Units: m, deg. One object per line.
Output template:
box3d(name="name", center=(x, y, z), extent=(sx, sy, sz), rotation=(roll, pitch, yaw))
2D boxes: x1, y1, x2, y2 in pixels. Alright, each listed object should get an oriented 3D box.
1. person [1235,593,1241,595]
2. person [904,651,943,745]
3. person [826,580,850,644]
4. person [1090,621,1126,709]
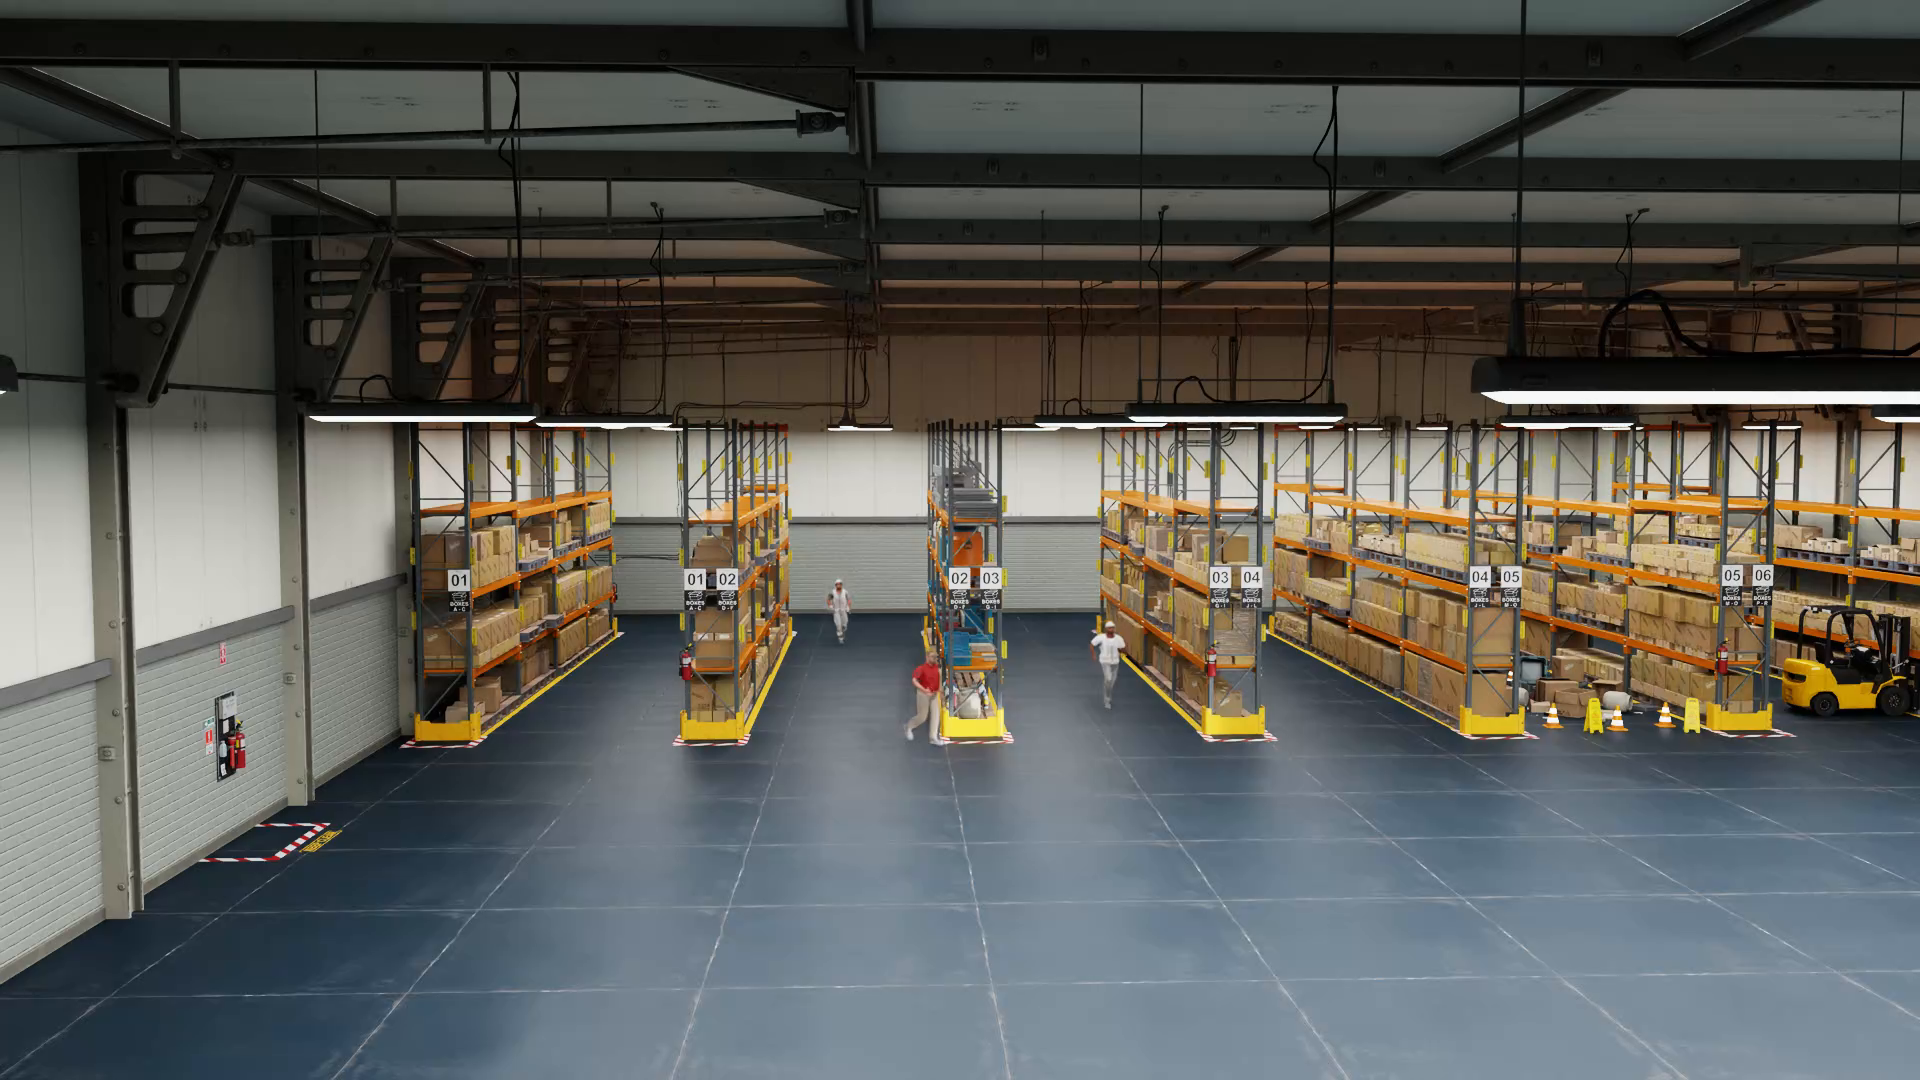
box3d(name="person", center=(7.705, 1.835, 46.904), extent=(0.685, 1.757, 0.905), rotation=(1, 4, 12))
box3d(name="person", center=(-0.592, 2.895, 30.731), extent=(0.710, 1.702, 0.887), rotation=(-4, 5, -44))
box3d(name="person", center=(-3.311, 1.949, 45.356), extent=(0.669, 1.753, 0.605), rotation=(-1, 4, -11))
box3d(name="person", center=(3.134, 2.611, 34.849), extent=(0.678, 1.831, 0.770), rotation=(-1, 4, -18))
